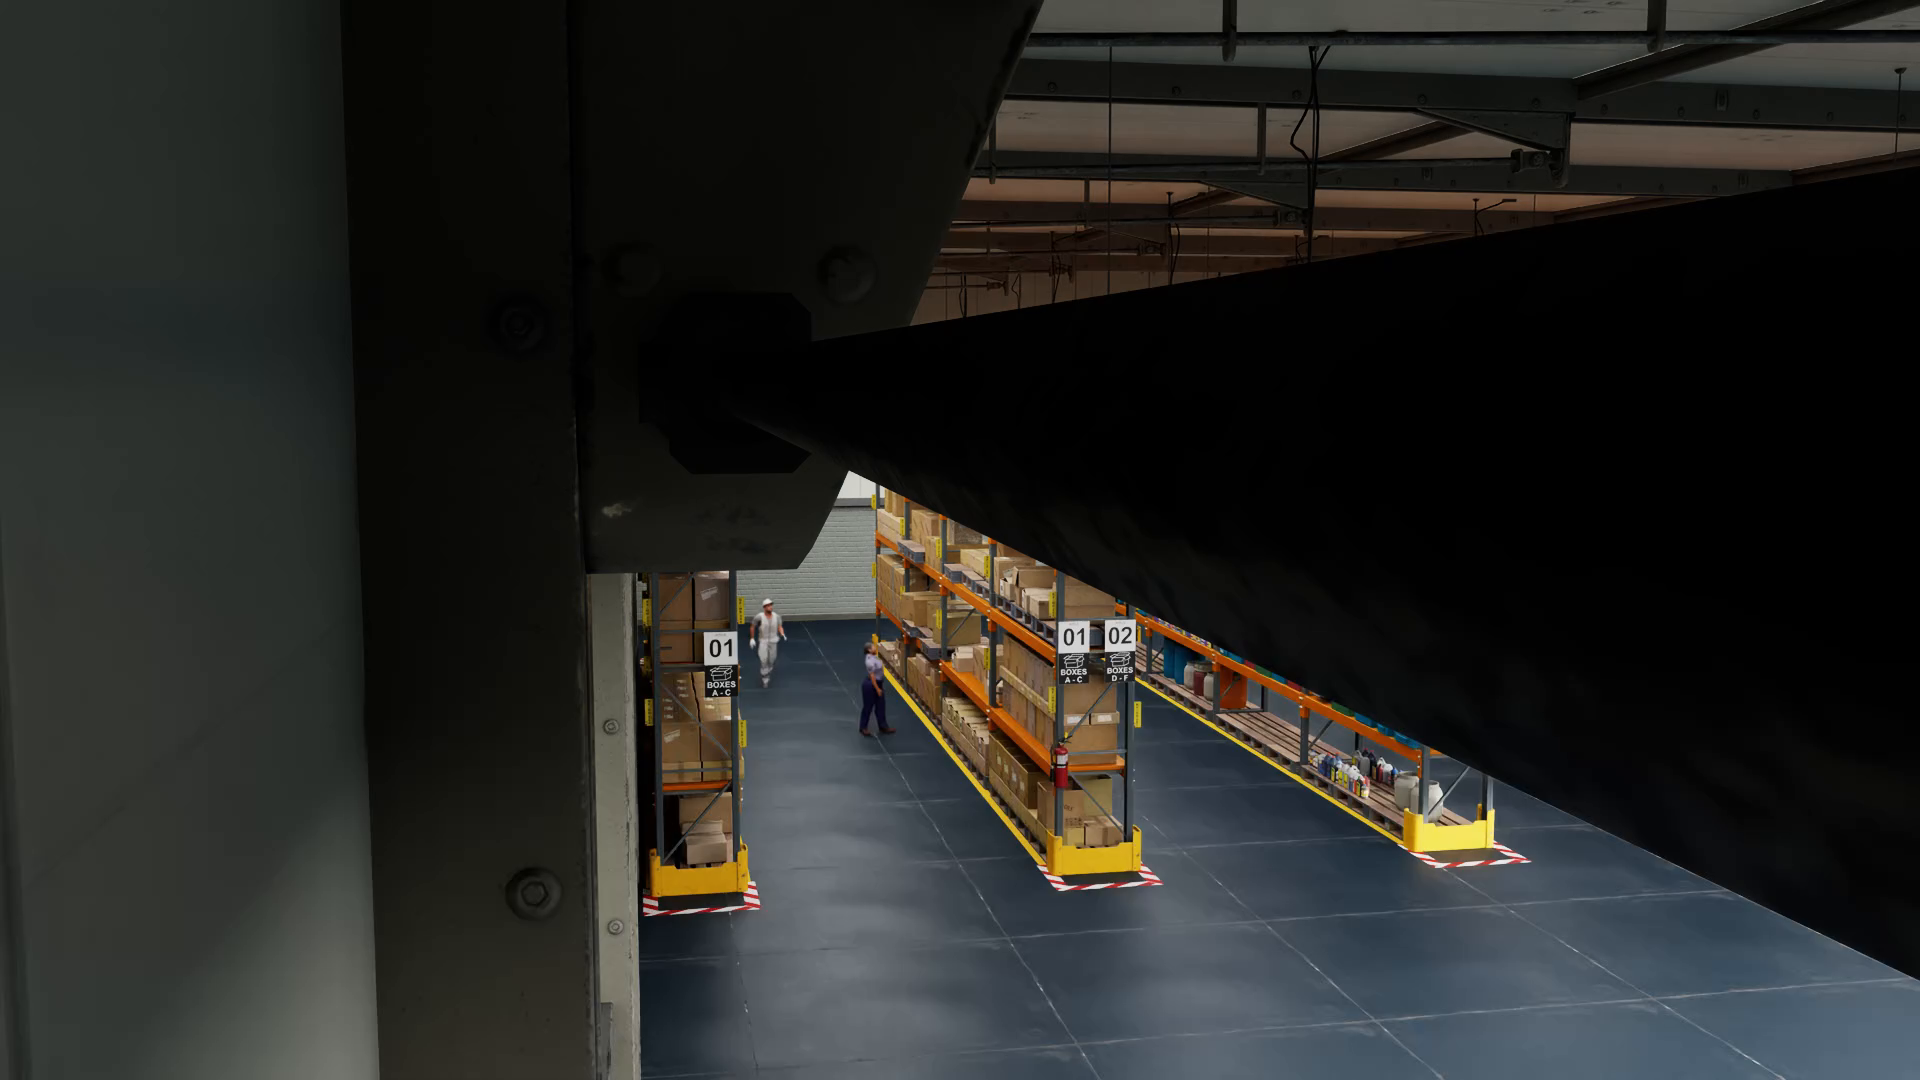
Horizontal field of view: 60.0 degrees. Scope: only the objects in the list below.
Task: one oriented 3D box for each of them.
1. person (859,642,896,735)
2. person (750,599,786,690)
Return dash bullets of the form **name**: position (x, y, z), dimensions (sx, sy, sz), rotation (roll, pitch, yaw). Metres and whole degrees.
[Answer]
- **person**: position (-1.463, 2.568, 28.903), dimensions (0.595, 1.616, 0.531), rotation (2, 6, 16)
- **person**: position (-3.850, 2.083, 33.290), dimensions (0.699, 1.812, 0.877), rotation (-1, 6, -12)
